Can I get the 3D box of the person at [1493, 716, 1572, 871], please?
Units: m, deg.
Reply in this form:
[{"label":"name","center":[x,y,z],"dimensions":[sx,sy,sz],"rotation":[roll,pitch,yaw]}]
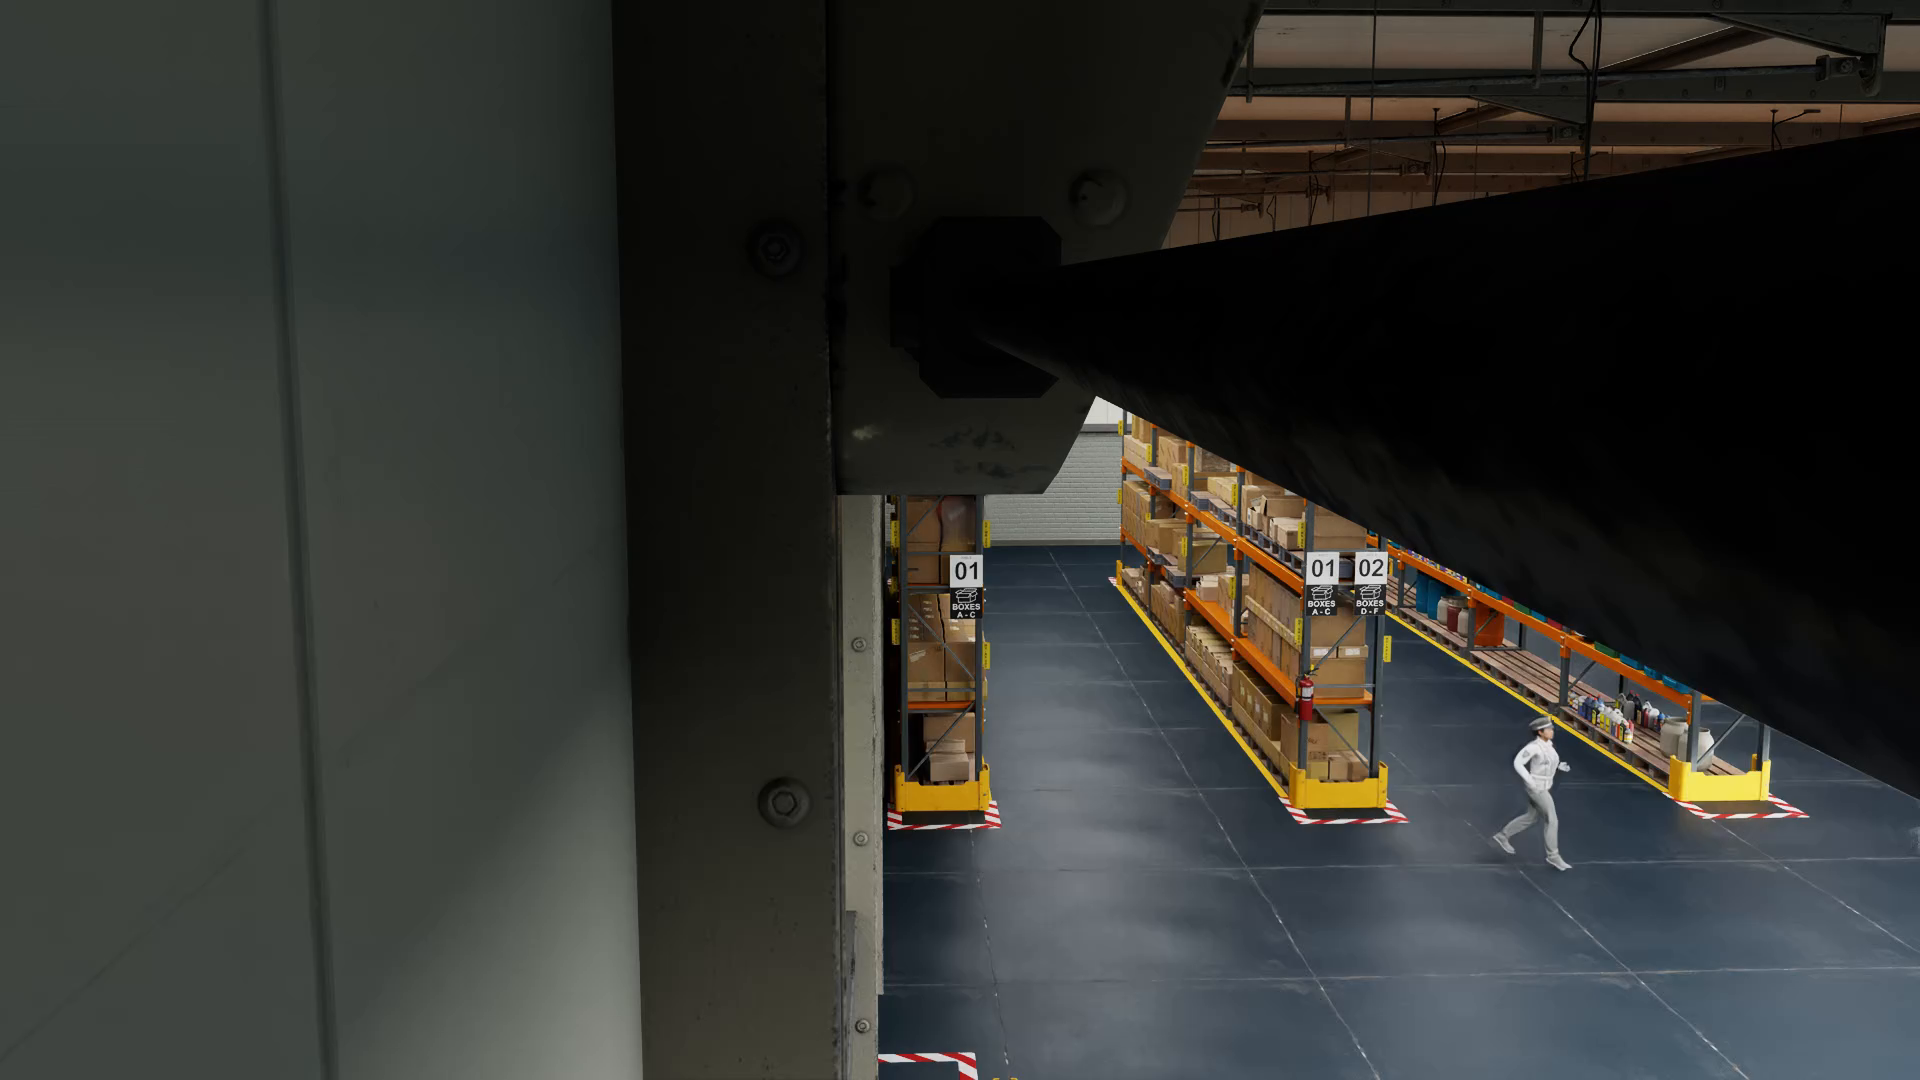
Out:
[{"label":"person","center":[6.431,2.777,18.537],"dimensions":[0.850,1.720,0.597],"rotation":[5,10,29]}]
